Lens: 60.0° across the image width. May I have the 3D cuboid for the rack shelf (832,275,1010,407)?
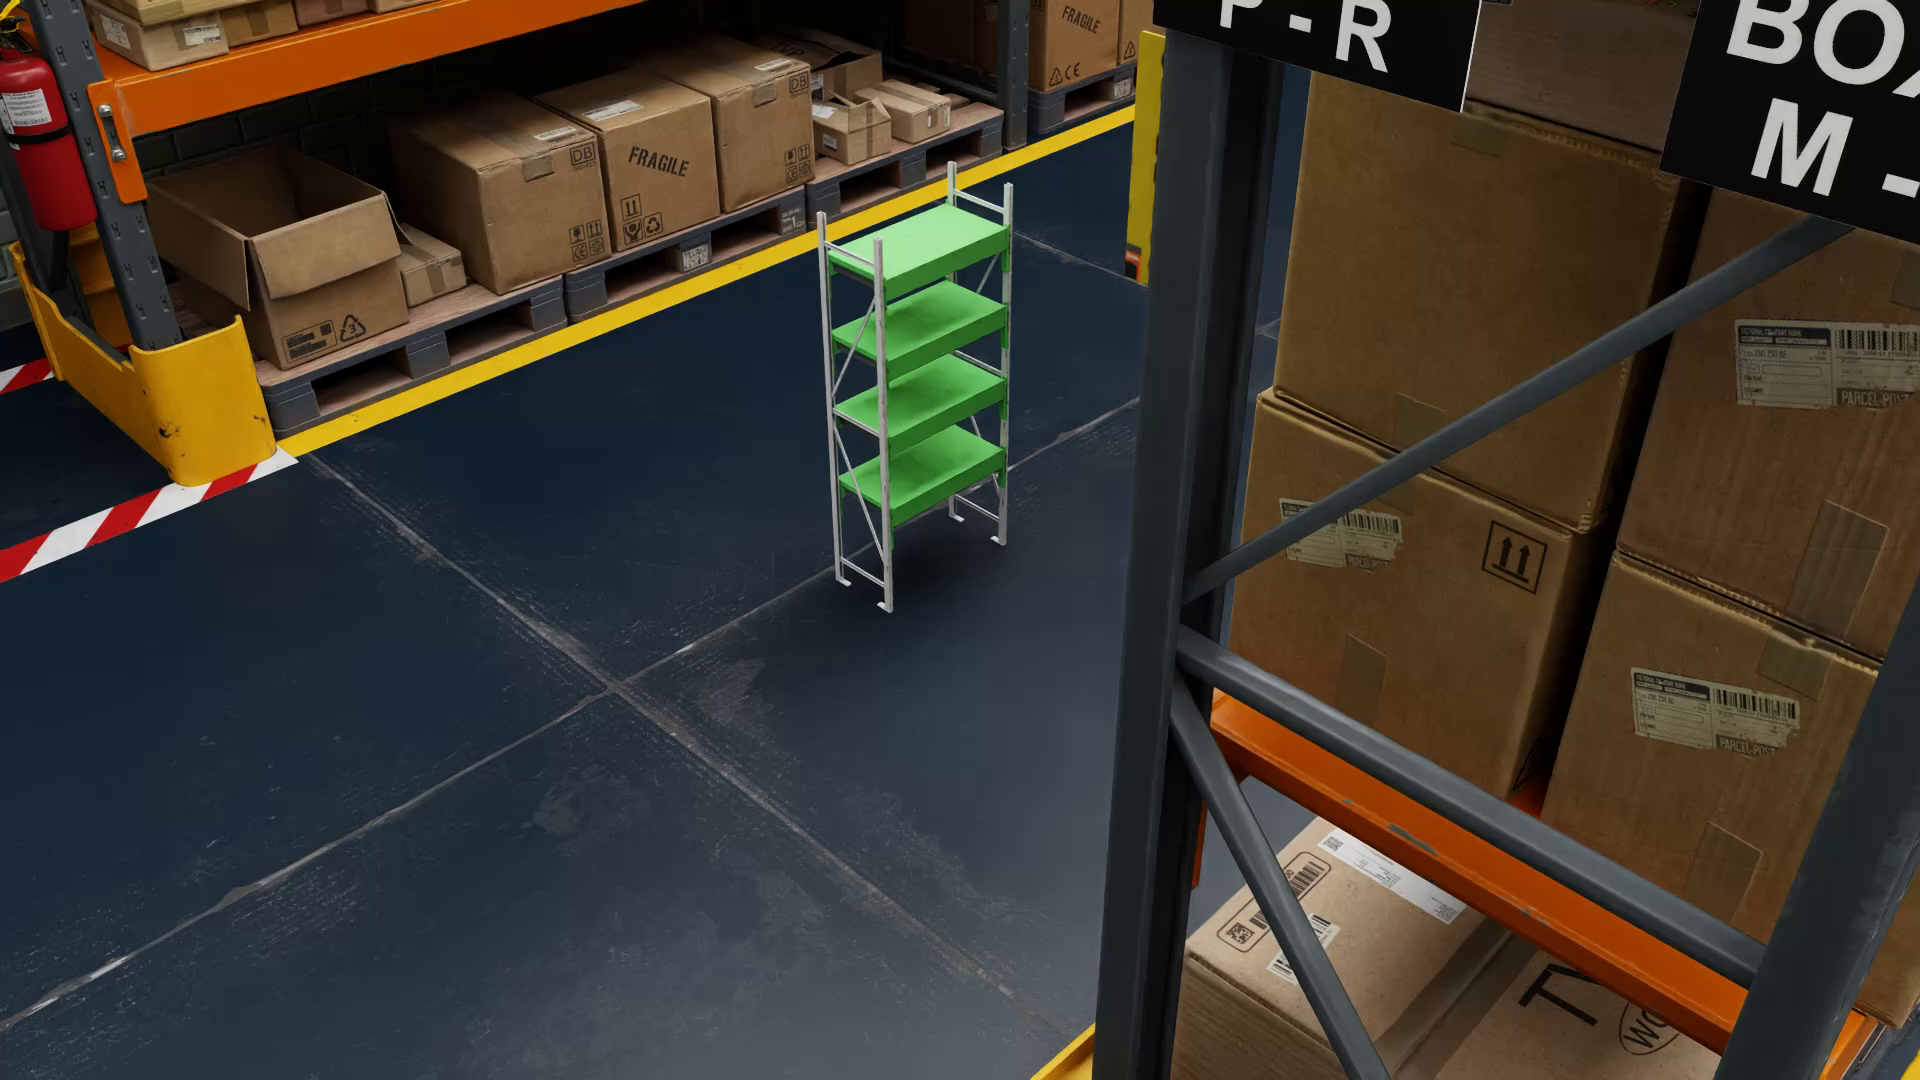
[{"bbox_3d":[-0.117,-0.569,4.710,0.258,0.148,0.480,30,45,35],"label":"rack shelf"}]

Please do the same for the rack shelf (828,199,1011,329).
[{"bbox_3d":[-0.117,-0.766,4.572,0.258,0.148,0.480,30,45,35],"label":"rack shelf"}]

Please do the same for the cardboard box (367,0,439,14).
[{"bbox_3d":[-1.941,-1.904,5.578,0.250,0.149,0.380,-28,44,-34],"label":"cardboard box"}]

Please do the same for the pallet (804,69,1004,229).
[{"bbox_3d":[-0.562,-1.866,7.741,1.003,0.211,1.213,30,45,35],"label":"pallet"}]

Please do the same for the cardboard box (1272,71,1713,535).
[{"bbox_3d":[0.800,-0.408,2.251,0.500,0.500,0.500,-28,44,-34],"label":"cardboard box"}]

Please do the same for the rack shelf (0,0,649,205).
[{"bbox_3d":[-1.487,-2.181,6.384,1.077,0.370,4.000,30,45,35],"label":"rack shelf"}]

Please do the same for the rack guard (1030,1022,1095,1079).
[{"bbox_3d":[0.612,1.370,2.849,1.175,0.500,0.348,30,45,35],"label":"rack guard"}]

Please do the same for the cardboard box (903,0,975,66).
[{"bbox_3d":[0.058,-2.753,8.394,0.500,0.500,0.500,29,44,35],"label":"cardboard box"}]

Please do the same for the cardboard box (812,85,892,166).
[{"bbox_3d":[-0.513,-1.849,7.302,0.258,0.266,0.396,-28,44,-34],"label":"cardboard box"}]

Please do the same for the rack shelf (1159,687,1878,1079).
[{"bbox_3d":[2.038,-0.182,3.517,1.077,0.370,4.000,30,45,35],"label":"rack shelf"}]

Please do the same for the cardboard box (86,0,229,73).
[{"bbox_3d":[-2.470,-1.584,5.119,0.380,0.149,0.250,29,44,35],"label":"cardboard box"}]

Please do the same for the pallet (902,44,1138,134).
[{"bbox_3d":[0.468,-2.489,8.635,1.003,0.211,1.213,30,45,35],"label":"pallet"}]

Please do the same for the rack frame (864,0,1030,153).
[{"bbox_3d":[-0.078,-3.288,7.342,1.000,3.000,0.127,30,45,35],"label":"rack frame"}]

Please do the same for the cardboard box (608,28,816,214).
[{"bbox_3d":[-1.037,-1.774,6.989,0.700,0.500,0.500,28,43,34],"label":"cardboard box"}]

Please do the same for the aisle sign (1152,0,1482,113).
[{"bbox_3d":[0.358,-0.827,1.541,0.394,0.787,0.004,30,45,35],"label":"aisle sign"}]

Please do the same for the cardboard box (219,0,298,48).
[{"bbox_3d":[-2.323,-1.706,5.293,0.250,0.149,0.380,-29,44,-35],"label":"cardboard box"}]

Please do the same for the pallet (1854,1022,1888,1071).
[{"bbox_3d":[1.996,0.630,4.163,1.003,0.211,1.213,30,45,35],"label":"pallet"}]

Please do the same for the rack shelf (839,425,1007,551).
[{"bbox_3d":[-0.117,-0.176,4.984,0.258,0.148,0.480,30,45,35],"label":"rack shelf"}]

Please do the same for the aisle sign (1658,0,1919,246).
[{"bbox_3d":[0.784,-0.585,1.194,0.394,0.787,0.004,30,45,35],"label":"aisle sign"}]

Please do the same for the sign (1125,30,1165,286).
[{"bbox_3d":[0.254,-0.462,2.070,0.100,0.325,0.005,30,45,35],"label":"sign"}]

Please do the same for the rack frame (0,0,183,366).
[{"bbox_3d":[-2.896,-1.664,5.014,1.000,3.000,0.127,30,45,35],"label":"rack frame"}]

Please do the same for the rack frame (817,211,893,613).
[{"bbox_3d":[-0.289,-0.326,4.668,0.240,1.200,0.015,30,45,35],"label":"rack frame"}]

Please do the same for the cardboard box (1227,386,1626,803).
[{"bbox_3d":[0.781,-0.009,2.553,0.500,0.500,0.500,-30,45,-35],"label":"cardboard box"}]

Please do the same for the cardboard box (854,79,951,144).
[{"bbox_3d":[-0.262,-1.946,7.544,0.380,0.149,0.250,28,44,34],"label":"cardboard box"}]

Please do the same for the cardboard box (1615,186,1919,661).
[{"bbox_3d":[1.169,-0.196,1.948,0.500,0.500,0.500,28,44,34],"label":"cardboard box"}]

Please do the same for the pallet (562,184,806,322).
[{"bbox_3d":[-1.422,-1.368,7.027,1.003,0.211,1.213,30,45,35],"label":"pallet"}]

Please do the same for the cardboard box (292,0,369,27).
[{"bbox_3d":[-2.163,-1.827,5.466,0.380,0.149,0.250,29,44,35],"label":"cardboard box"}]

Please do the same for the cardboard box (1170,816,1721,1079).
[{"bbox_3d":[1.023,0.905,3.202,0.875,0.438,0.875,28,44,34],"label":"cardboard box"}]

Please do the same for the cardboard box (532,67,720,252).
[{"bbox_3d":[-1.325,-1.527,6.635,0.500,0.500,0.500,-29,44,-35],"label":"cardboard box"}]

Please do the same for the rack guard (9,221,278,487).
[{"bbox_3d":[-2.843,-0.670,5.773,1.175,0.500,0.348,30,45,35],"label":"rack guard"}]

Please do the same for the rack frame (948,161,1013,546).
[{"bbox_3d":[0.055,-0.524,4.952,0.240,1.200,0.015,30,45,35],"label":"rack frame"}]

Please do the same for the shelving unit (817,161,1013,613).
[{"bbox_3d":[-0.117,-0.425,4.810,0.258,1.200,0.503,30,45,35],"label":"shelving unit"}]

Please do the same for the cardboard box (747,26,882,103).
[{"bbox_3d":[-0.711,-2.184,7.743,0.500,0.311,0.500,-28,44,-34],"label":"cardboard box"}]

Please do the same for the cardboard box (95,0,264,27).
[{"bbox_3d":[-2.385,-1.800,5.080,0.500,0.250,0.500,-30,45,-35],"label":"cardboard box"}]

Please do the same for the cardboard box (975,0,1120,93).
[{"bbox_3d":[0.423,-2.541,8.089,0.500,0.500,0.500,-28,43,-34],"label":"cardboard box"}]

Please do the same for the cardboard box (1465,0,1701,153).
[{"bbox_3d":[0.740,-0.609,1.972,0.250,0.149,0.380,-29,44,-35],"label":"cardboard box"}]

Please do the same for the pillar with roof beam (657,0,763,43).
[{"bbox_3d":[1.847,-4.094,3.254,9.100,9.000,0.400,30,45,35],"label":"pillar with roof beam"}]

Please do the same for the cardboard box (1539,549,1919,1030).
[{"bbox_3d":[1.171,0.215,2.232,0.500,0.500,0.500,29,44,35],"label":"cardboard box"}]

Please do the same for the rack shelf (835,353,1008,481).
[{"bbox_3d":[-0.117,-0.373,4.847,0.258,0.148,0.480,30,45,35],"label":"rack shelf"}]

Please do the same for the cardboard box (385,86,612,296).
[{"bbox_3d":[-1.768,-1.352,6.385,0.500,0.500,0.700,-28,44,-34],"label":"cardboard box"}]

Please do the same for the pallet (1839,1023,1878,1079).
[{"bbox_3d":[1.137,1.123,3.456,1.003,0.211,1.213,30,45,35],"label":"pallet"}]

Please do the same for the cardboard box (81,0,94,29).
[{"bbox_3d":[-2.853,-1.804,5.434,0.380,0.149,0.250,29,44,35],"label":"cardboard box"}]

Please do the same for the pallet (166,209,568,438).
[{"bbox_3d":[-2.282,-0.875,6.321,1.003,0.211,1.213,30,45,35],"label":"pallet"}]

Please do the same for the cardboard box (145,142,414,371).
[{"bbox_3d":[-2.398,-1.023,5.909,0.797,0.503,0.637,28,43,34],"label":"cardboard box"}]

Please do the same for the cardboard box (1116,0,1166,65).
[{"bbox_3d":[0.791,-2.761,8.404,0.500,0.500,0.500,29,44,35],"label":"cardboard box"}]

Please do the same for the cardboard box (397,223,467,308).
[{"bbox_3d":[-2.071,-1.034,6.235,0.380,0.149,0.250,28,43,34],"label":"cardboard box"}]

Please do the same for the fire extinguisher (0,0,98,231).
[{"bbox_3d":[-2.672,-1.233,4.790,0.296,0.674,0.183,30,45,35],"label":"fire extinguisher"}]
